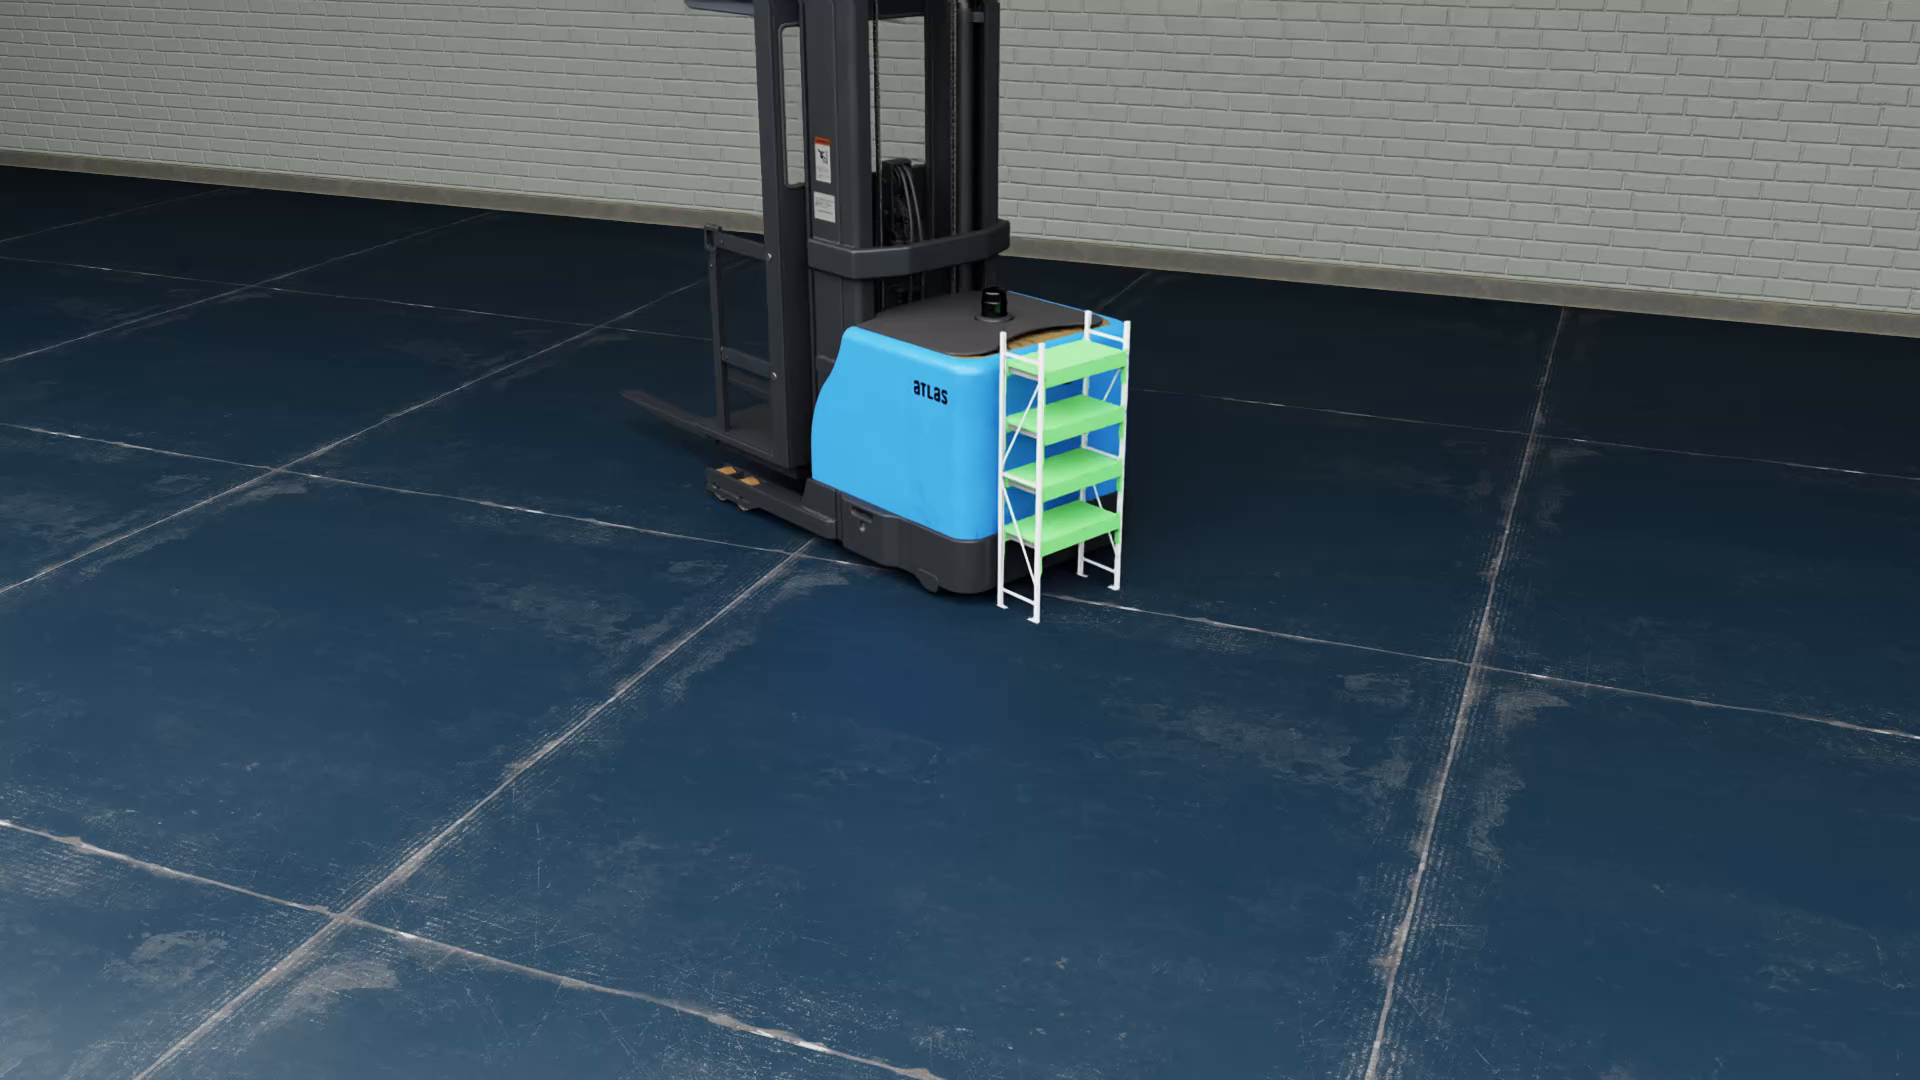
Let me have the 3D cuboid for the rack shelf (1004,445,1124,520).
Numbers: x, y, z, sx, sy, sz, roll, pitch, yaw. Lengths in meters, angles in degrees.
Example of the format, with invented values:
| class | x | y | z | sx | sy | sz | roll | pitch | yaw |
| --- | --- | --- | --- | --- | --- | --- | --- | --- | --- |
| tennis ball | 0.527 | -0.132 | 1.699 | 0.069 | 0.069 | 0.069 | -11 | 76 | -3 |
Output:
| class | x | y | z | sx | sy | sz | roll | pitch | yaw |
| --- | --- | --- | --- | --- | --- | --- | --- | --- | --- |
| rack shelf | 0.426 | -0.245 | 6.946 | 0.480 | 0.148 | 0.258 | -19 | 29 | -38 |

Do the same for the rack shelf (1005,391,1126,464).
| class | x | y | z | sx | sy | sz | roll | pitch | yaw |
| --- | --- | --- | --- | --- | --- | --- | --- | --- | --- |
| rack shelf | 0.426 | -0.467 | 6.854 | 0.480 | 0.148 | 0.258 | -19 | 29 | -38 |

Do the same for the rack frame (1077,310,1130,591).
| class | x | y | z | sx | sy | sz | roll | pitch | yaw |
| --- | --- | --- | --- | --- | --- | --- | --- | --- | --- |
| rack frame | 0.607 | -0.367 | 7.073 | 0.015 | 1.200 | 0.240 | -19 | 29 | -38 |

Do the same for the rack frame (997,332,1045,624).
| class | x | y | z | sx | sy | sz | roll | pitch | yaw |
| --- | --- | --- | --- | --- | --- | --- | --- | --- | --- |
| rack frame | 0.245 | -0.241 | 6.770 | 0.015 | 1.200 | 0.240 | -19 | 29 | -38 |

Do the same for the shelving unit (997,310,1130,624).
| class | x | y | z | sx | sy | sz | roll | pitch | yaw |
| --- | --- | --- | --- | --- | --- | --- | --- | --- | --- |
| shelving unit | 0.426 | -0.304 | 6.922 | 0.503 | 1.200 | 0.258 | -19 | 29 | -38 |

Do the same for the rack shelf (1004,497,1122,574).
| class | x | y | z | sx | sy | sz | roll | pitch | yaw |
| --- | --- | --- | --- | --- | --- | --- | --- | --- | --- |
| rack shelf | 0.426 | -0.024 | 7.039 | 0.480 | 0.148 | 0.258 | -19 | 29 | -38 |

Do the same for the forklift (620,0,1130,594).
| class | x | y | z | sx | sy | sz | roll | pitch | yaw |
| --- | --- | --- | --- | --- | --- | --- | --- | --- | --- |
| forklift | -0.602 | -1.609 | 7.799 | 1.130 | 2.935 | 3.031 | -19 | 29 | -38 |

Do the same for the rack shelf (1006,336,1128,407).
| class | x | y | z | sx | sy | sz | roll | pitch | yaw |
| --- | --- | --- | --- | --- | --- | --- | --- | --- | --- |
| rack shelf | 0.426 | -0.688 | 6.761 | 0.480 | 0.148 | 0.258 | -19 | 29 | -38 |
